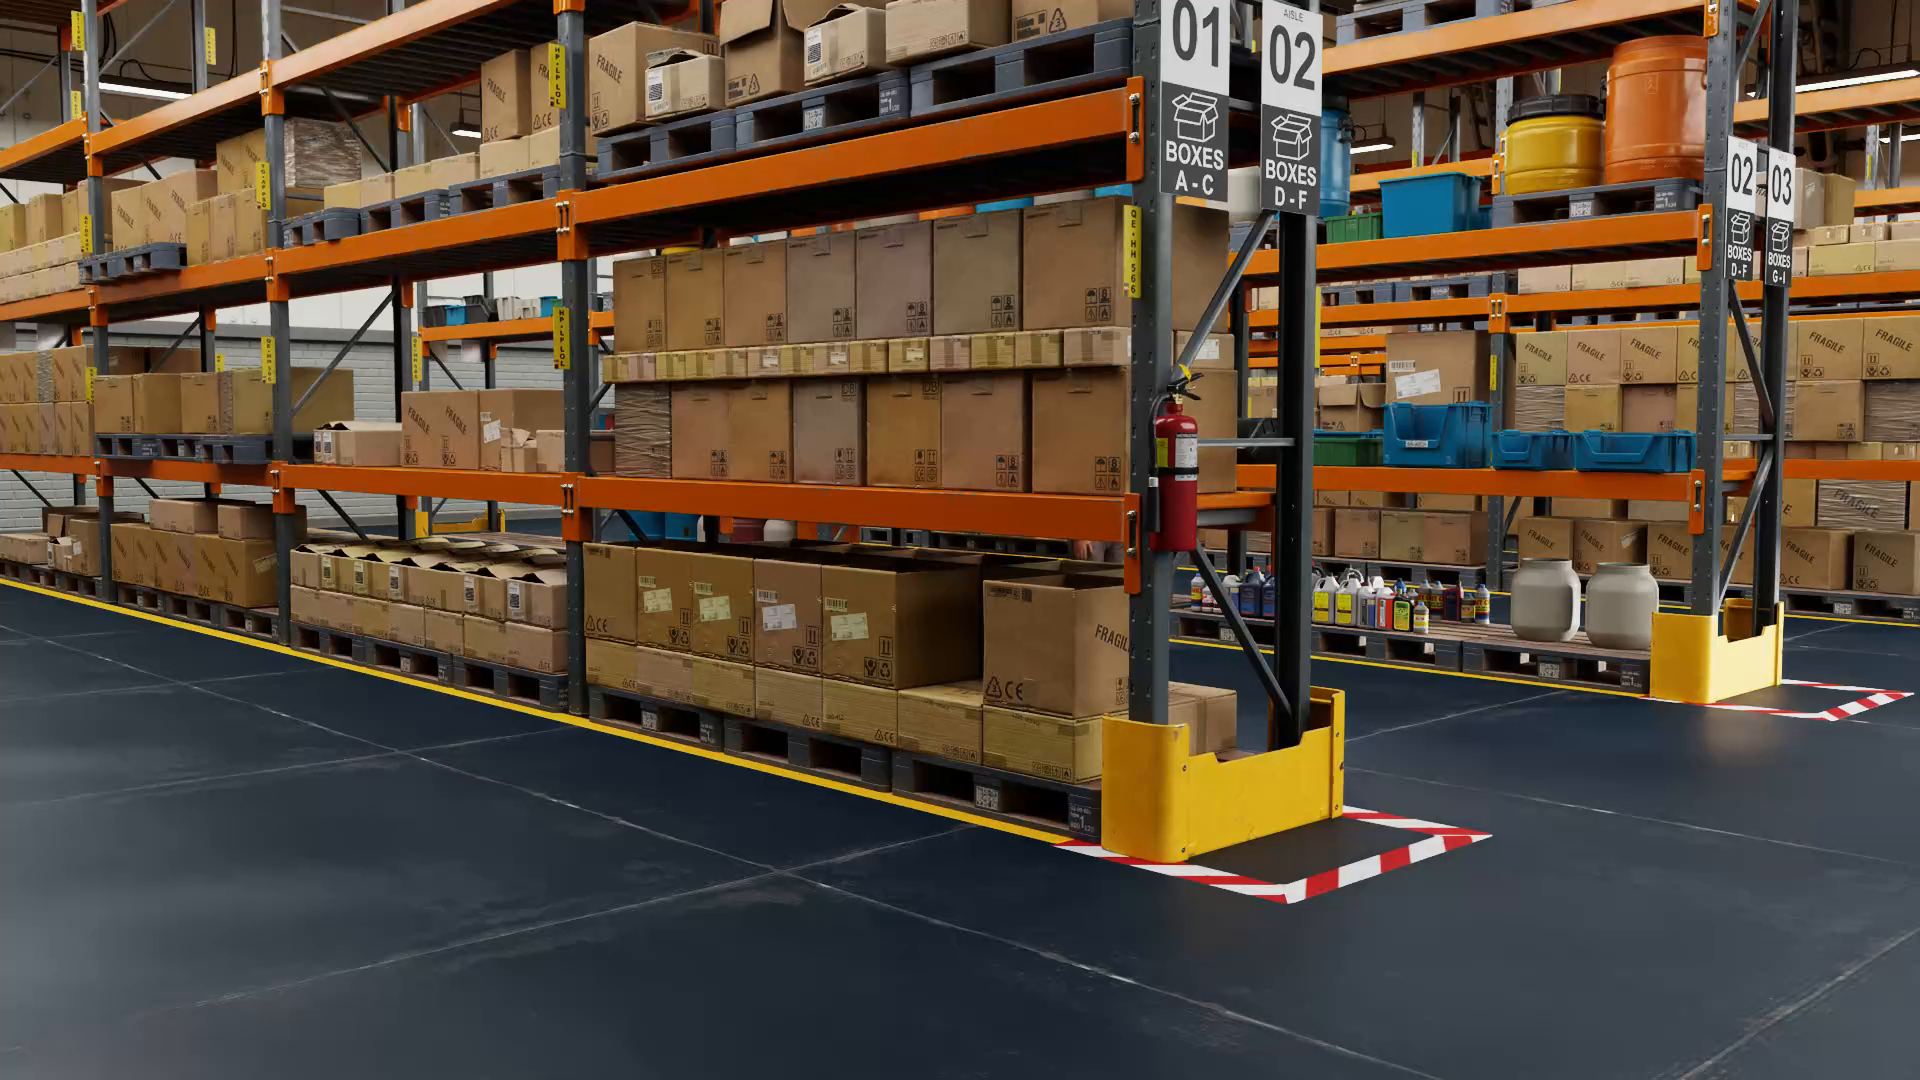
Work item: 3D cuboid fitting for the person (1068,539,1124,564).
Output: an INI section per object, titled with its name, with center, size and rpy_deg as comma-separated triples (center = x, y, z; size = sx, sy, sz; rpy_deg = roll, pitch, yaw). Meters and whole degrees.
[person]
center = 0.879, -0.002, 10.483
size = 0.426, 1.719, 0.580
rpy_deg = 4, 5, 43
